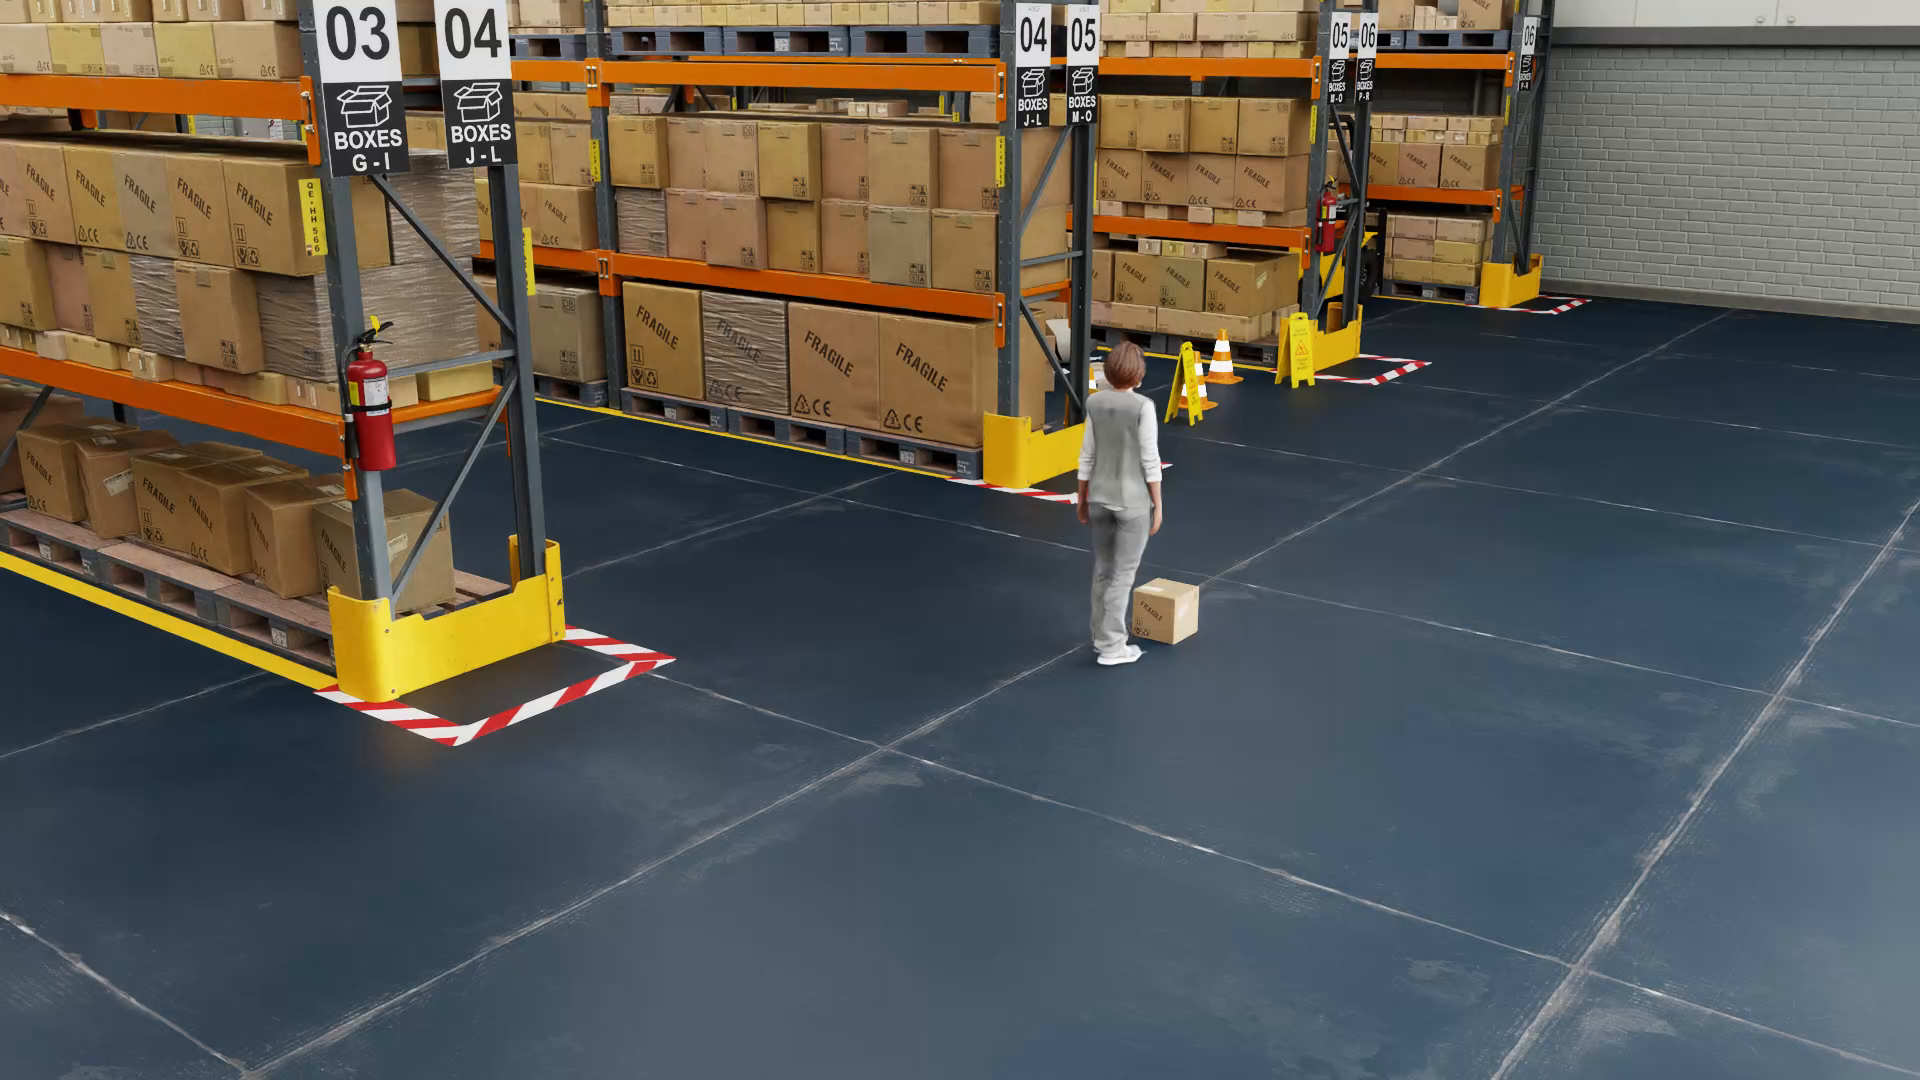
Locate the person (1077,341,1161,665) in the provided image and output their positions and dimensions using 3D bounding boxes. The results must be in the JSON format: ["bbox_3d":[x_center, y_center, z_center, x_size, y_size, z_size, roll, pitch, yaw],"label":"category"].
[{"bbox_3d":[0.817,-0.183,8.144,0.438,1.600,0.502,12,21,35],"label":"person"}]
